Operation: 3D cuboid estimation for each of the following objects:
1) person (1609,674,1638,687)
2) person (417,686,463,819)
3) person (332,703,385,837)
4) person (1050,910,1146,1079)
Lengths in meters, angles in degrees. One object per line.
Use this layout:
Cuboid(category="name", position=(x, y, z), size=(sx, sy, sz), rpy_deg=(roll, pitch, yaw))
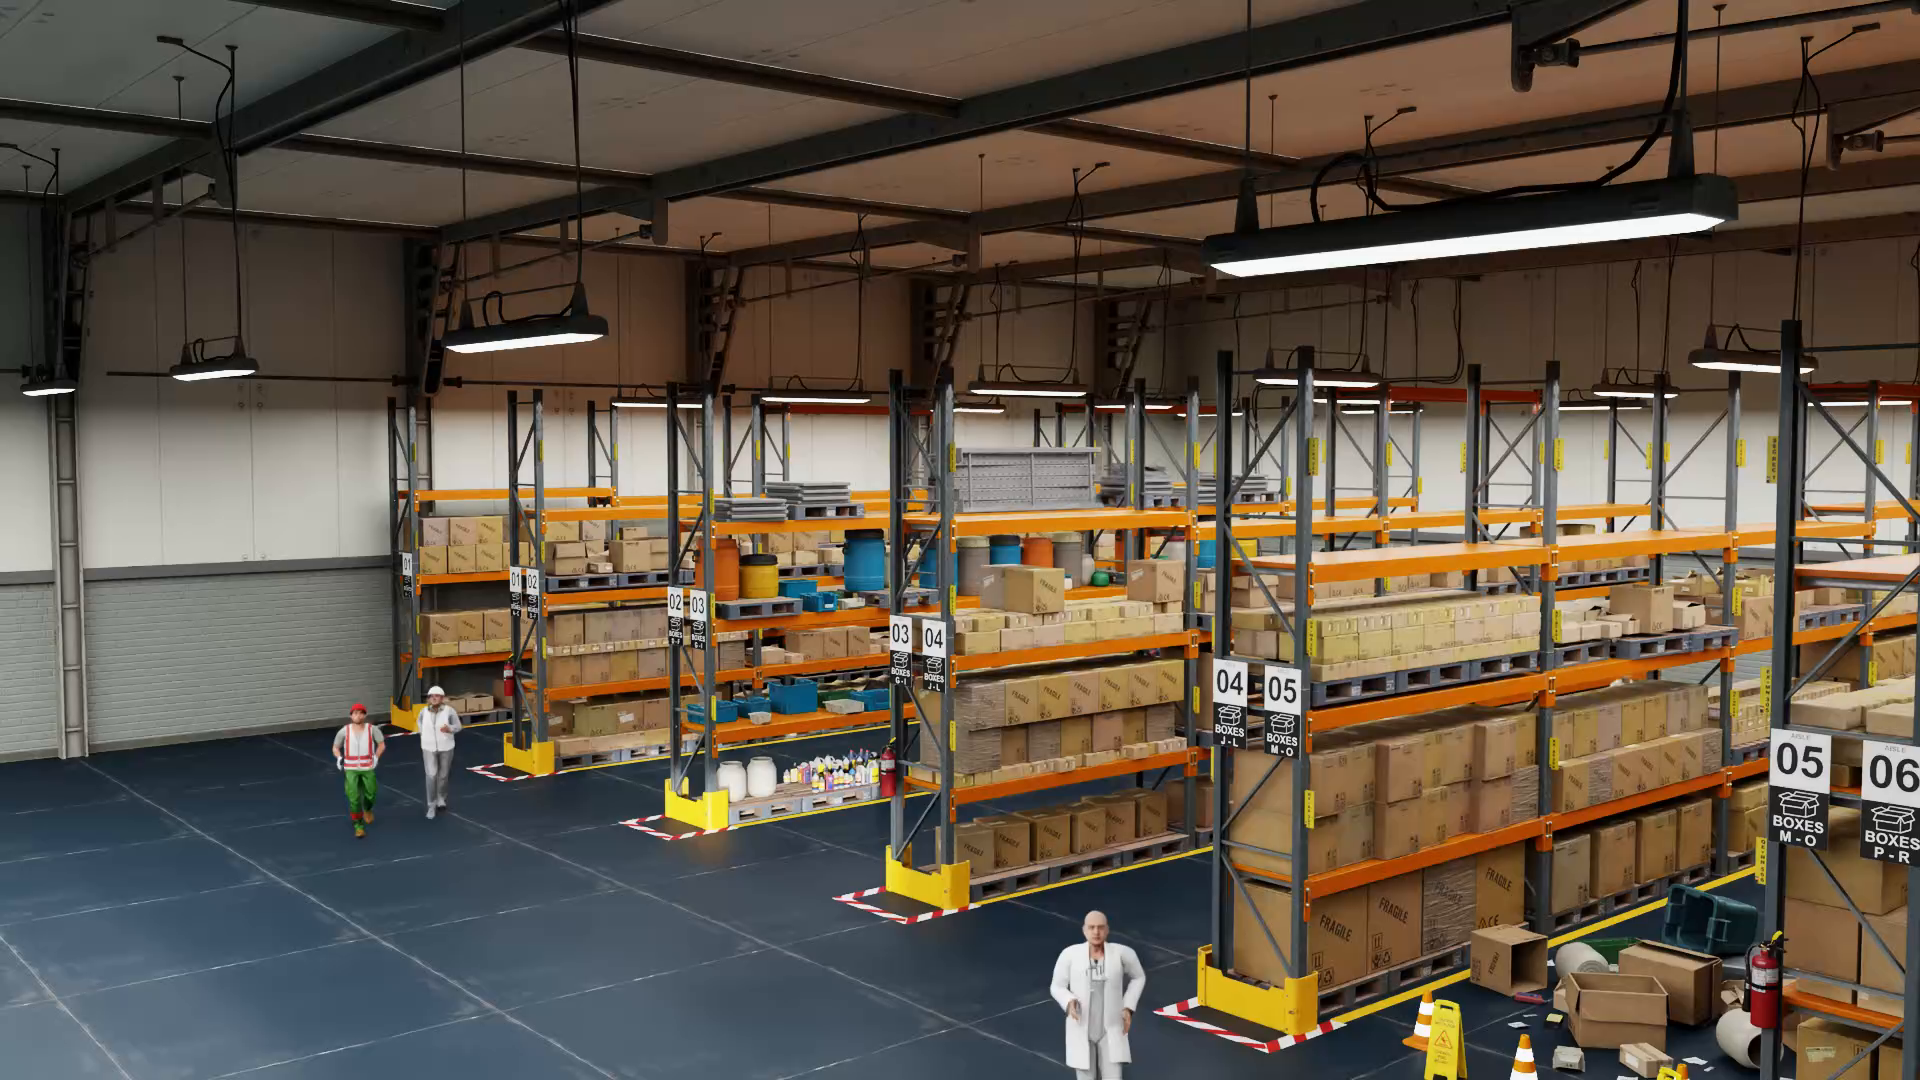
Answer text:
Cuboid(category="person", position=(10.279, 2.782, 25.688), size=(0.665, 1.769, 0.949), rpy_deg=(3, 5, 43))
Cuboid(category="person", position=(-7.248, 2.941, 23.164), size=(0.627, 1.843, 0.778), rpy_deg=(-1, 3, -14))
Cuboid(category="person", position=(-7.923, 3.014, 21.925), size=(0.655, 1.738, 0.623), rpy_deg=(-1, 4, -19))
Cuboid(category="person", position=(0.998, 3.579, 12.050), size=(0.697, 1.741, 0.639), rpy_deg=(0, 3, 6))
